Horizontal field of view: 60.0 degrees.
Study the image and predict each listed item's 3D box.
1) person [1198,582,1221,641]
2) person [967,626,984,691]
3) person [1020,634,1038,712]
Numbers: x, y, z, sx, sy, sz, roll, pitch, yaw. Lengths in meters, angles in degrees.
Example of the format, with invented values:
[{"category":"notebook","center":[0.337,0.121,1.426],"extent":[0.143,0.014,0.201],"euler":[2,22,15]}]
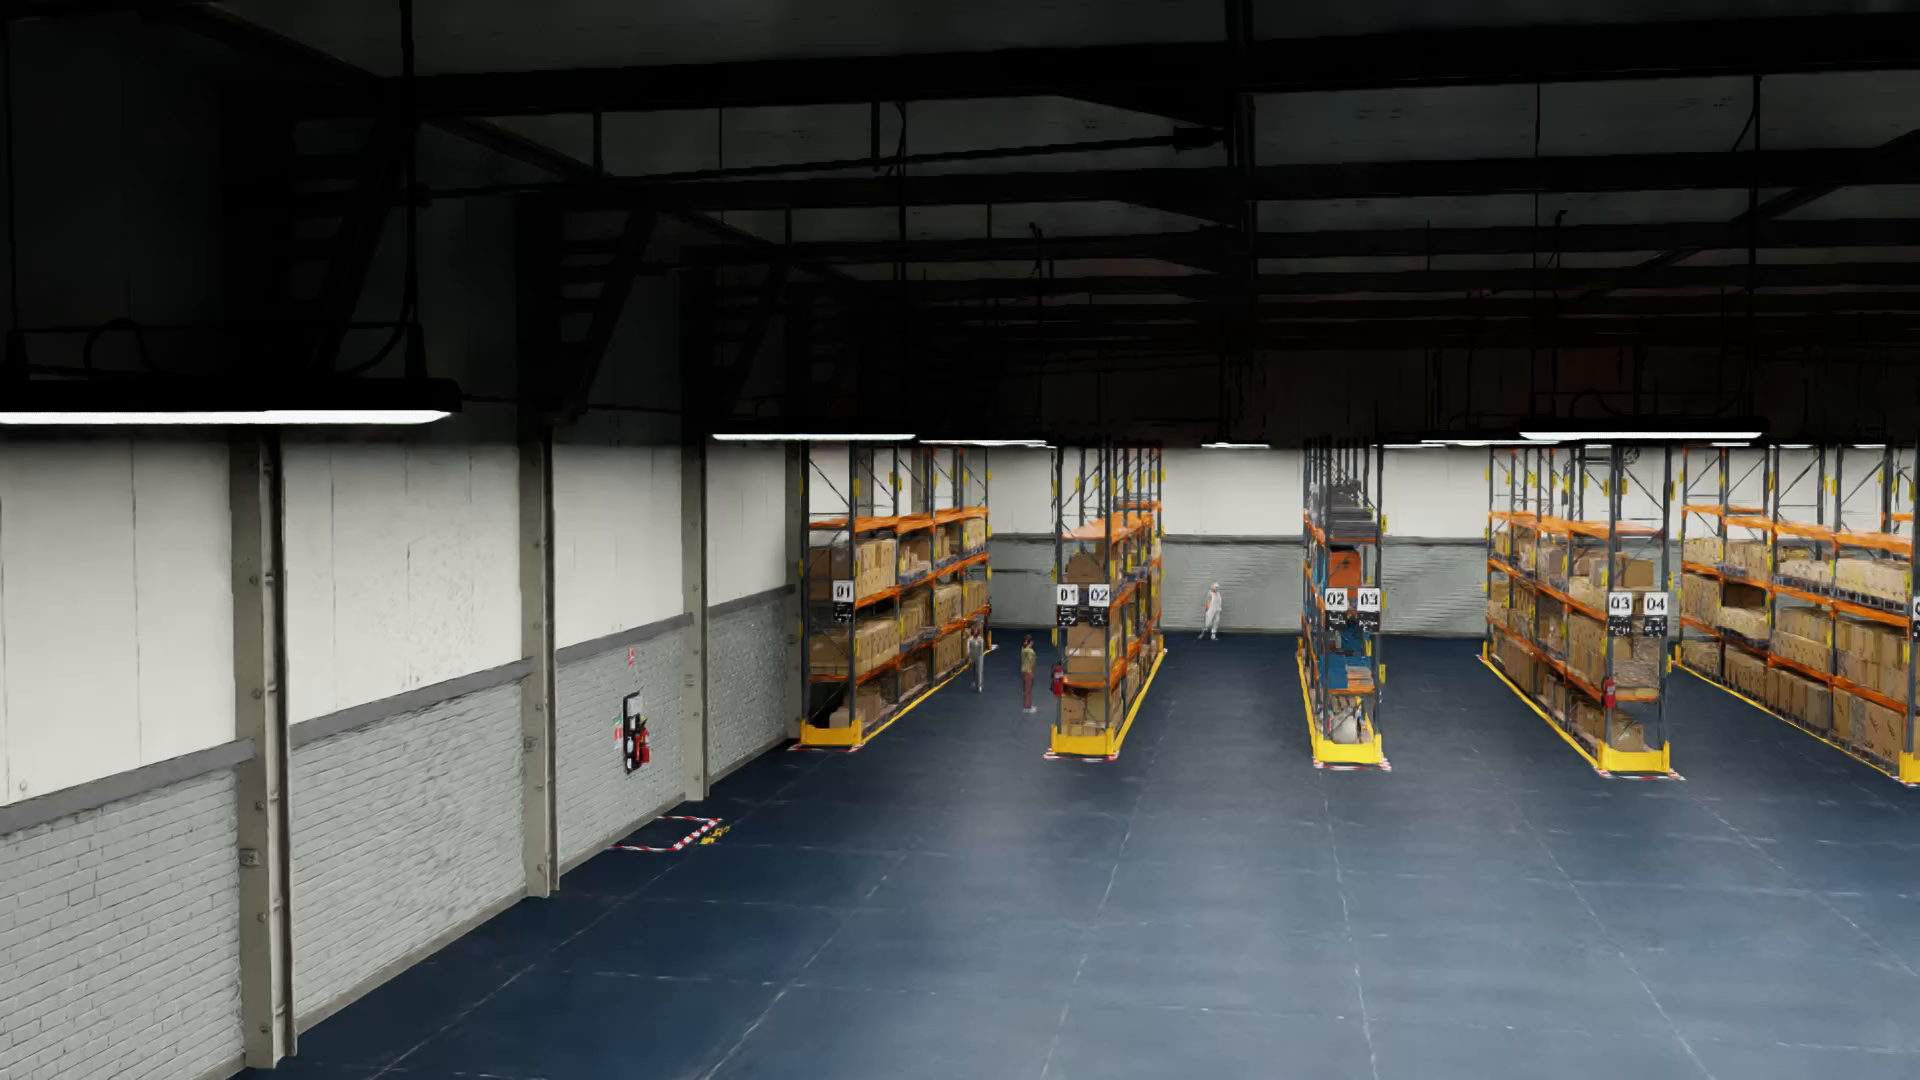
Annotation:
[{"category":"person","center":[7.509,2.140,49.881],"extent":[0.727,1.774,0.531],"euler":[-2,4,-29]},{"category":"person","center":[0.364,2.805,39.519],"extent":[0.411,1.534,0.956],"euler":[0,3,2]},{"category":"person","center":[1.534,2.904,36.404],"extent":[0.431,1.674,0.499],"euler":[-1,3,-21]}]
